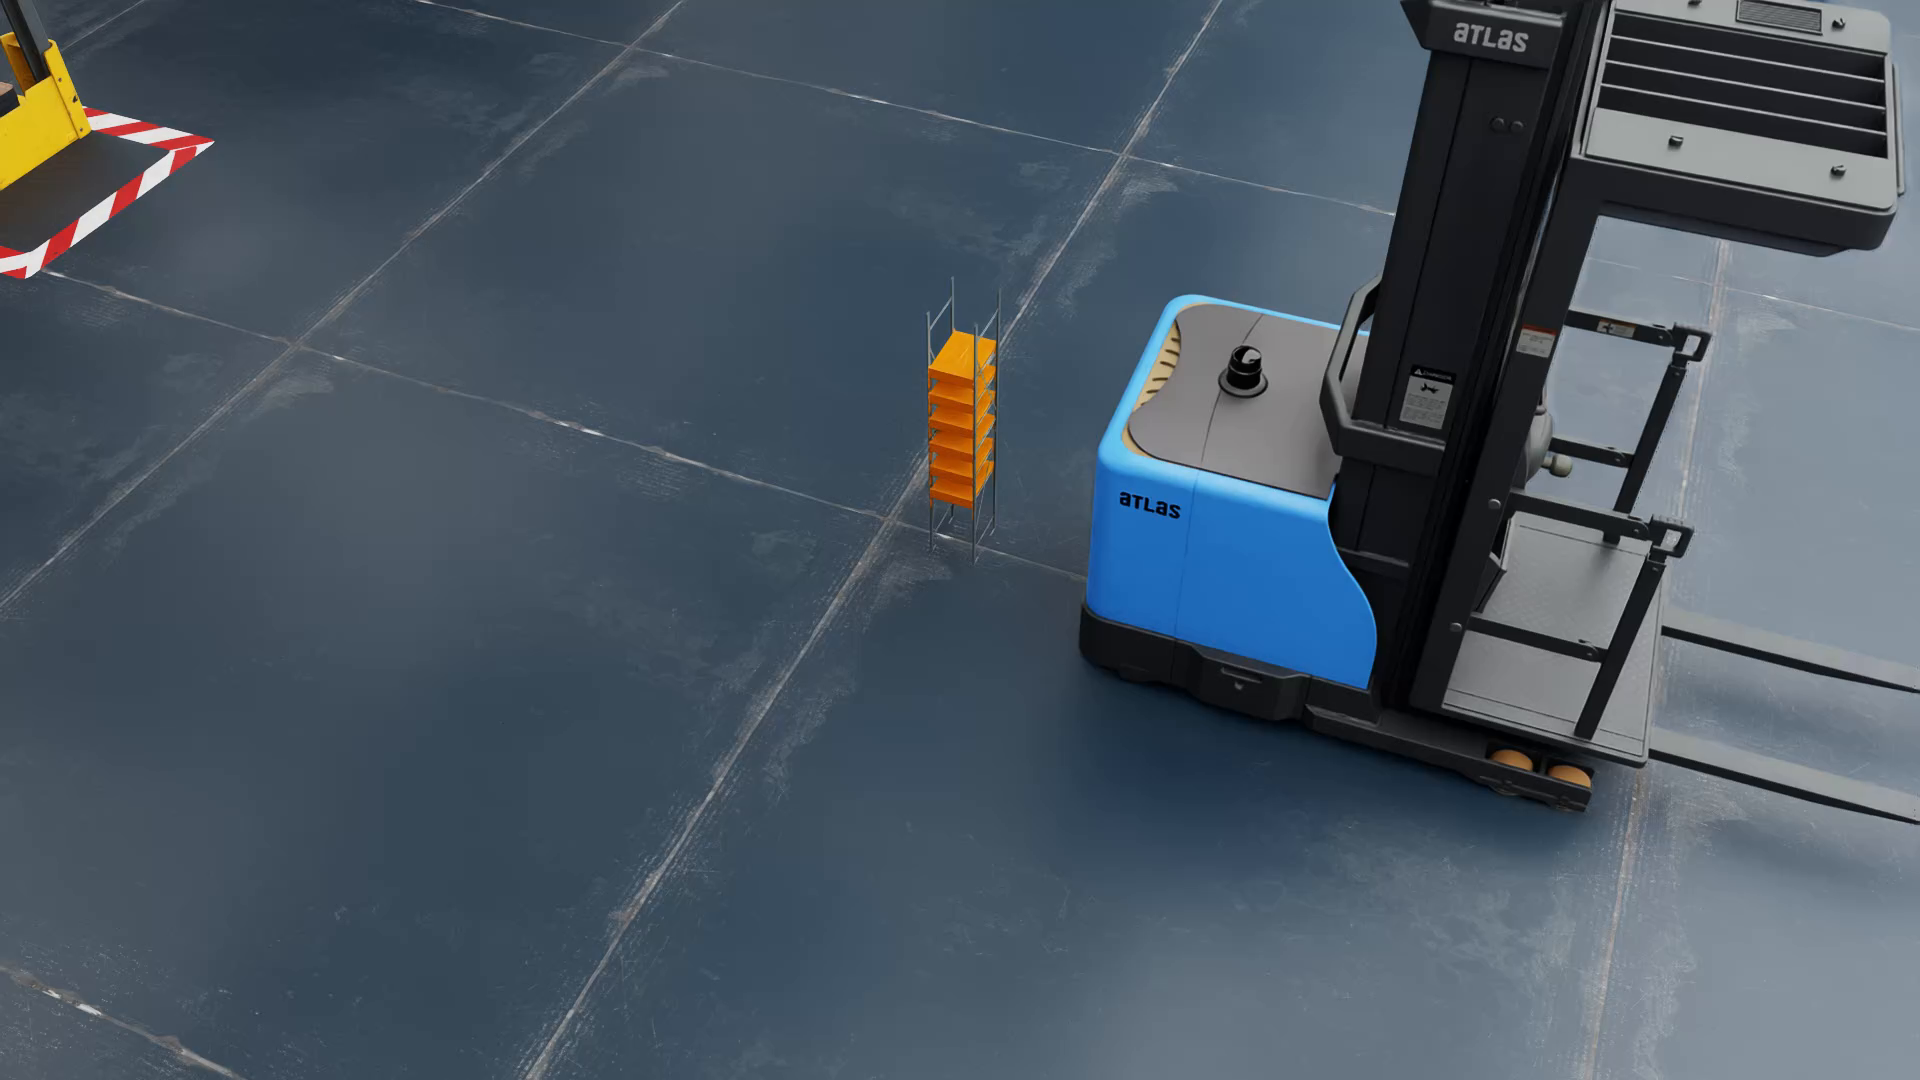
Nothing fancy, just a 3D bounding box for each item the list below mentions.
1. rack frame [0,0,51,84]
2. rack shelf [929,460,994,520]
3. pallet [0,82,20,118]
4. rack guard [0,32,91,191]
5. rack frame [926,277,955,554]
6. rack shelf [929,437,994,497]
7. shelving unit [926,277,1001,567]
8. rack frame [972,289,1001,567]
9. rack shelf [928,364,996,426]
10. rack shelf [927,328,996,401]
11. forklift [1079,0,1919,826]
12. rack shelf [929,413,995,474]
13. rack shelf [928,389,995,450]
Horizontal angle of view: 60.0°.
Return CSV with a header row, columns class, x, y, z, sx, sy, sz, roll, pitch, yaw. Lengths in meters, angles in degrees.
class,x,y,z,sx,sy,sz,roll,pitch,yaw
rack frame,-4.962,-2.968,7.607,0.127,3.000,1.000,16,47,16
rack shelf,0.013,-0.220,6.523,0.180,0.103,0.258,16,47,16
pallet,-5.798,-2.194,8.806,1.213,0.211,1.003,16,47,16
rack guard,-5.051,-2.072,8.478,0.348,0.500,1.175,16,47,16
rack frame,-0.071,-0.446,6.348,0.006,1.200,0.240,16,47,16
rack shelf,0.013,-0.305,6.439,0.180,0.103,0.258,16,47,16
shelving unit,0.013,-0.421,6.323,0.189,1.200,0.258,16,47,16
rack frame,0.098,-0.397,6.298,0.006,1.200,0.240,16,47,16
rack shelf,0.013,-0.560,6.185,0.180,0.103,0.258,16,47,16
rack shelf,0.013,-0.645,6.100,0.180,0.103,0.258,16,47,16
forklift,2.018,-0.522,5.196,3.031,2.935,1.130,15,47,14
rack shelf,0.013,-0.390,6.354,0.180,0.103,0.258,16,47,16
rack shelf,0.013,-0.475,6.270,0.180,0.103,0.258,16,47,16
